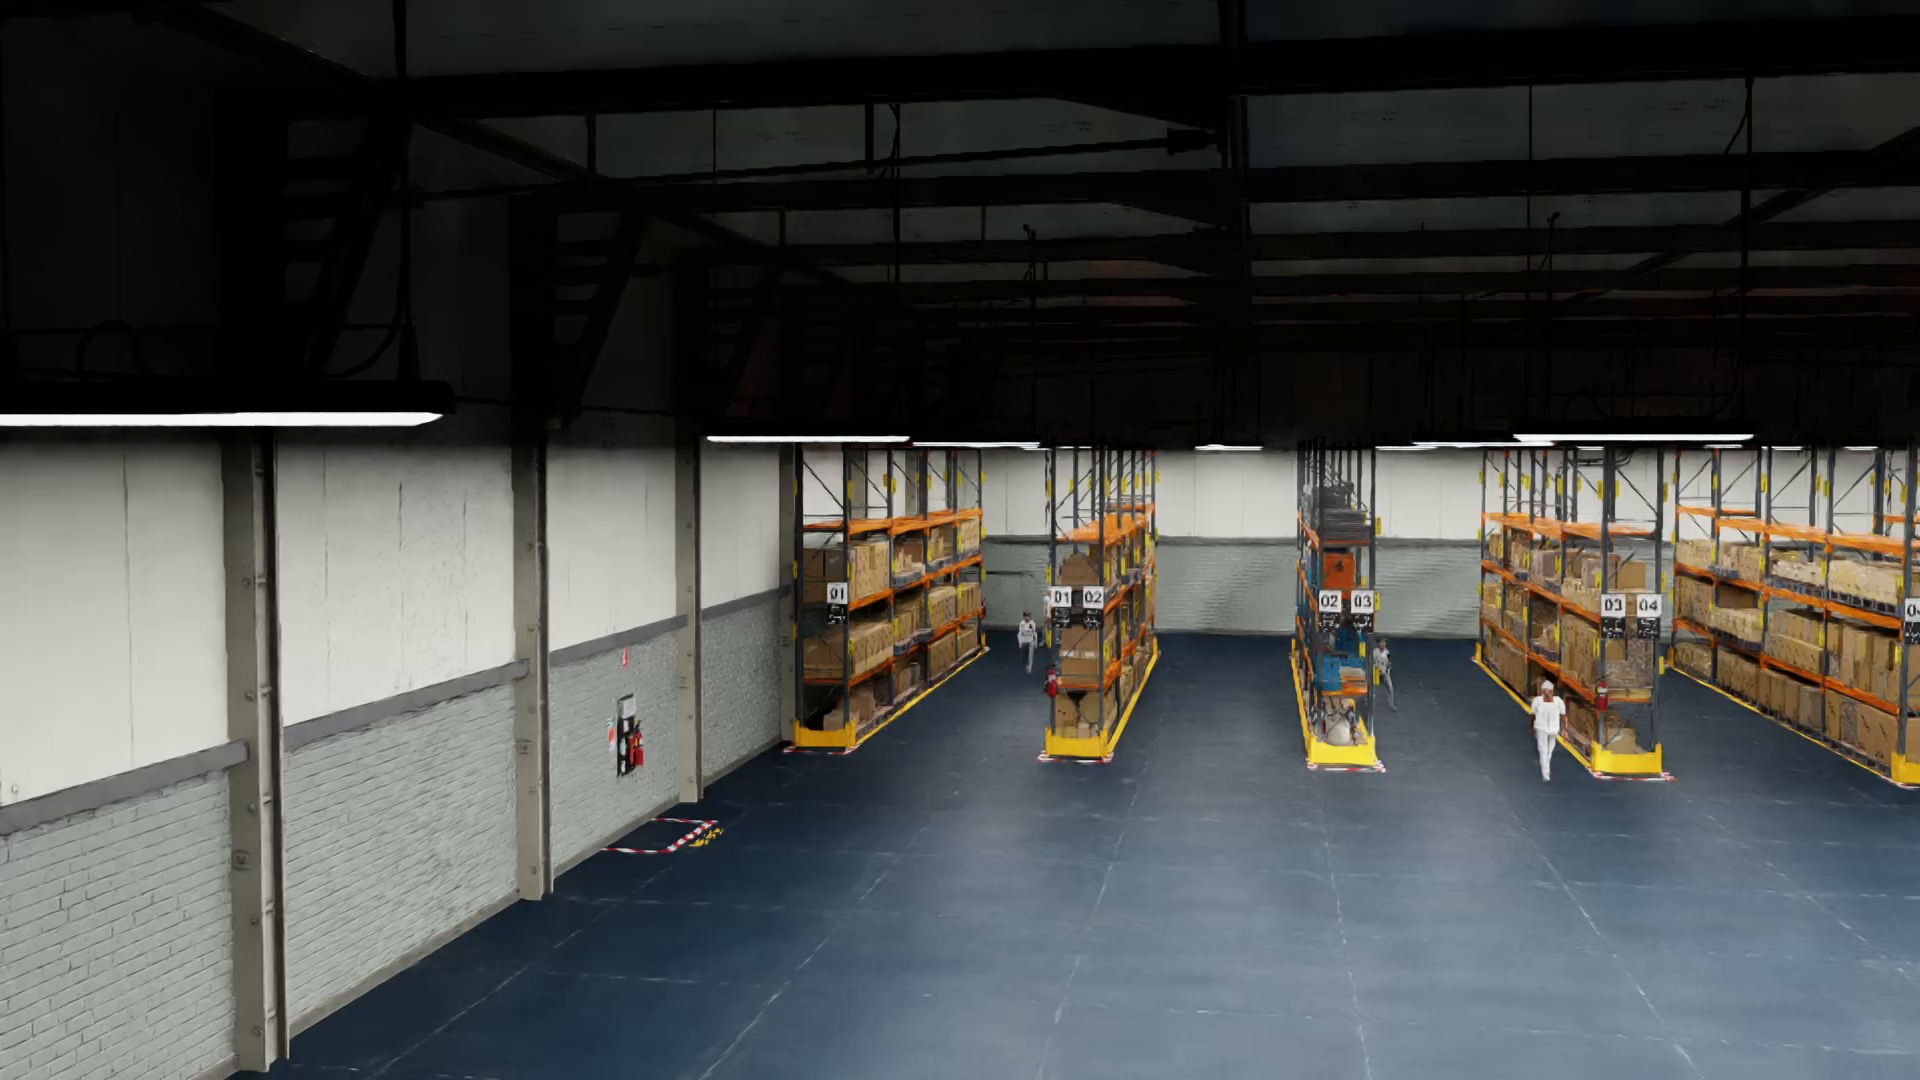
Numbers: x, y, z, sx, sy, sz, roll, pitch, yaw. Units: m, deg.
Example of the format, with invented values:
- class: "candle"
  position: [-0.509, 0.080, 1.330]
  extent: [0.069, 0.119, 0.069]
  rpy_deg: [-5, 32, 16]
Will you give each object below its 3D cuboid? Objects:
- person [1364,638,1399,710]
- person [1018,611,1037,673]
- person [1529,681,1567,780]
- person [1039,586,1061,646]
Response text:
- class: "person"
  position: [9.341, 2.952, 36.996]
  extent: [0.639, 1.610, 0.790]
  rpy_deg: [0, 3, -6]
- class: "person"
  position: [1.742, 2.627, 43.141]
  extent: [0.495, 1.589, 1.086]
  rpy_deg: [1, 3, 12]
- class: "person"
  position: [10.320, 3.322, 29.151]
  extent: [0.589, 1.716, 1.043]
  rpy_deg: [0, 3, 9]
- class: "person"
  position: [2.700, 2.232, 49.118]
  extent: [0.737, 1.761, 0.562]
  rpy_deg: [-3, 4, -43]
